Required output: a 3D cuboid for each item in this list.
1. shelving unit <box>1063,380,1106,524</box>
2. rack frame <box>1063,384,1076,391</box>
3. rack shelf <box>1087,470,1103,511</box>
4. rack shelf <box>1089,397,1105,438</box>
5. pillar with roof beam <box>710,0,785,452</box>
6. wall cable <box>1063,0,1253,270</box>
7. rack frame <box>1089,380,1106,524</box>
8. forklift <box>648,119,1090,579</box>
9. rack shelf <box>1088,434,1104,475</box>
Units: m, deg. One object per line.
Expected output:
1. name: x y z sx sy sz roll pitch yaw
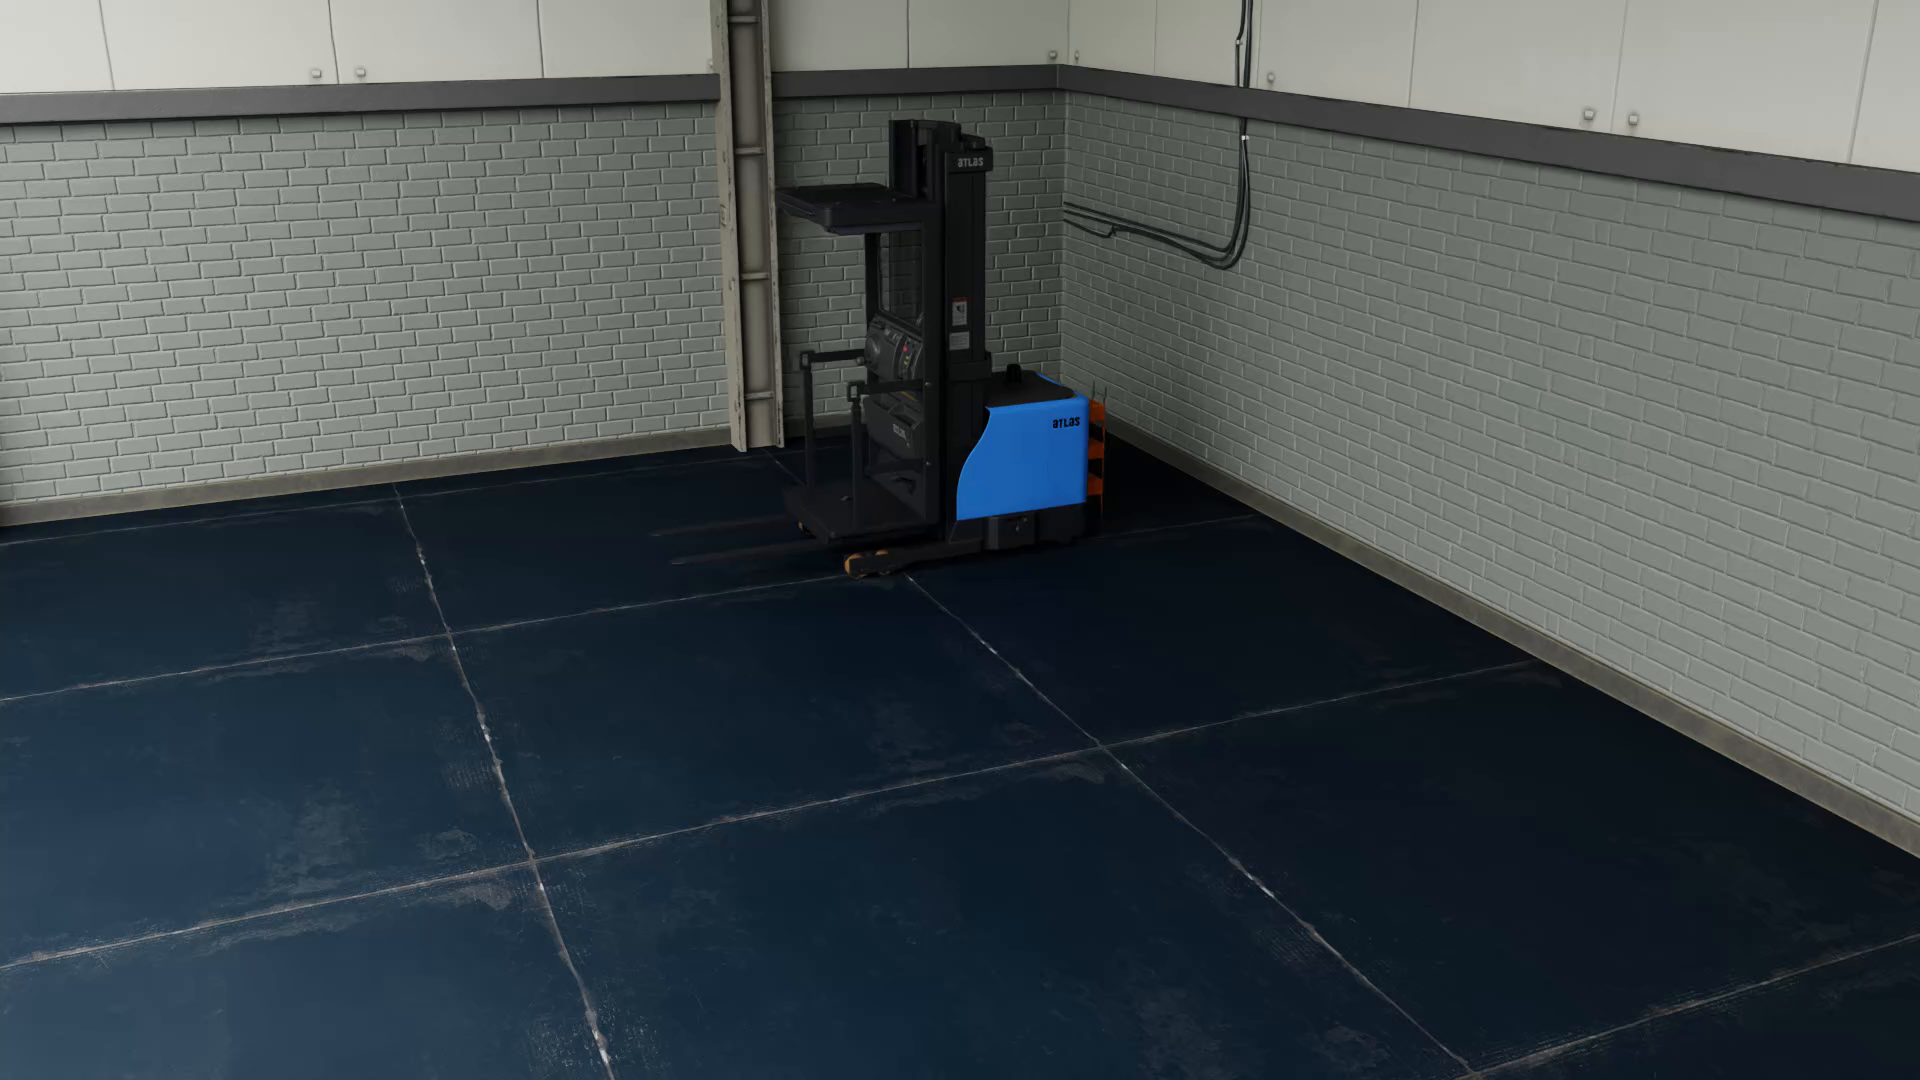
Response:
1. shelving unit: 0.902 -0.627 12.222 0.252 1.050 0.215 -8 21 -22
2. rack frame: 0.790 -0.611 12.176 0.008 1.050 0.200 -8 21 -22
3. rack shelf: 0.902 -0.355 12.318 0.240 0.259 0.215 -8 21 -22
4. rack shelf: 0.902 -0.885 12.131 0.240 0.259 0.215 -8 21 -22
5. pillar with roof beam: -0.041 -3.753 9.132 0.400 9.000 9.100 -8 21 -22
6. wall cable: 1.483 -3.586 13.331 0.112 2.526 3.097 -8 21 -22
7. rack frame: 1.013 -0.643 12.268 0.008 1.050 0.200 -8 21 -22
8. forklift: -0.638 -1.318 11.351 3.031 2.935 1.130 -8 21 -22
9. rack shelf: 0.902 -0.617 12.225 0.240 0.259 0.215 -8 21 -22
